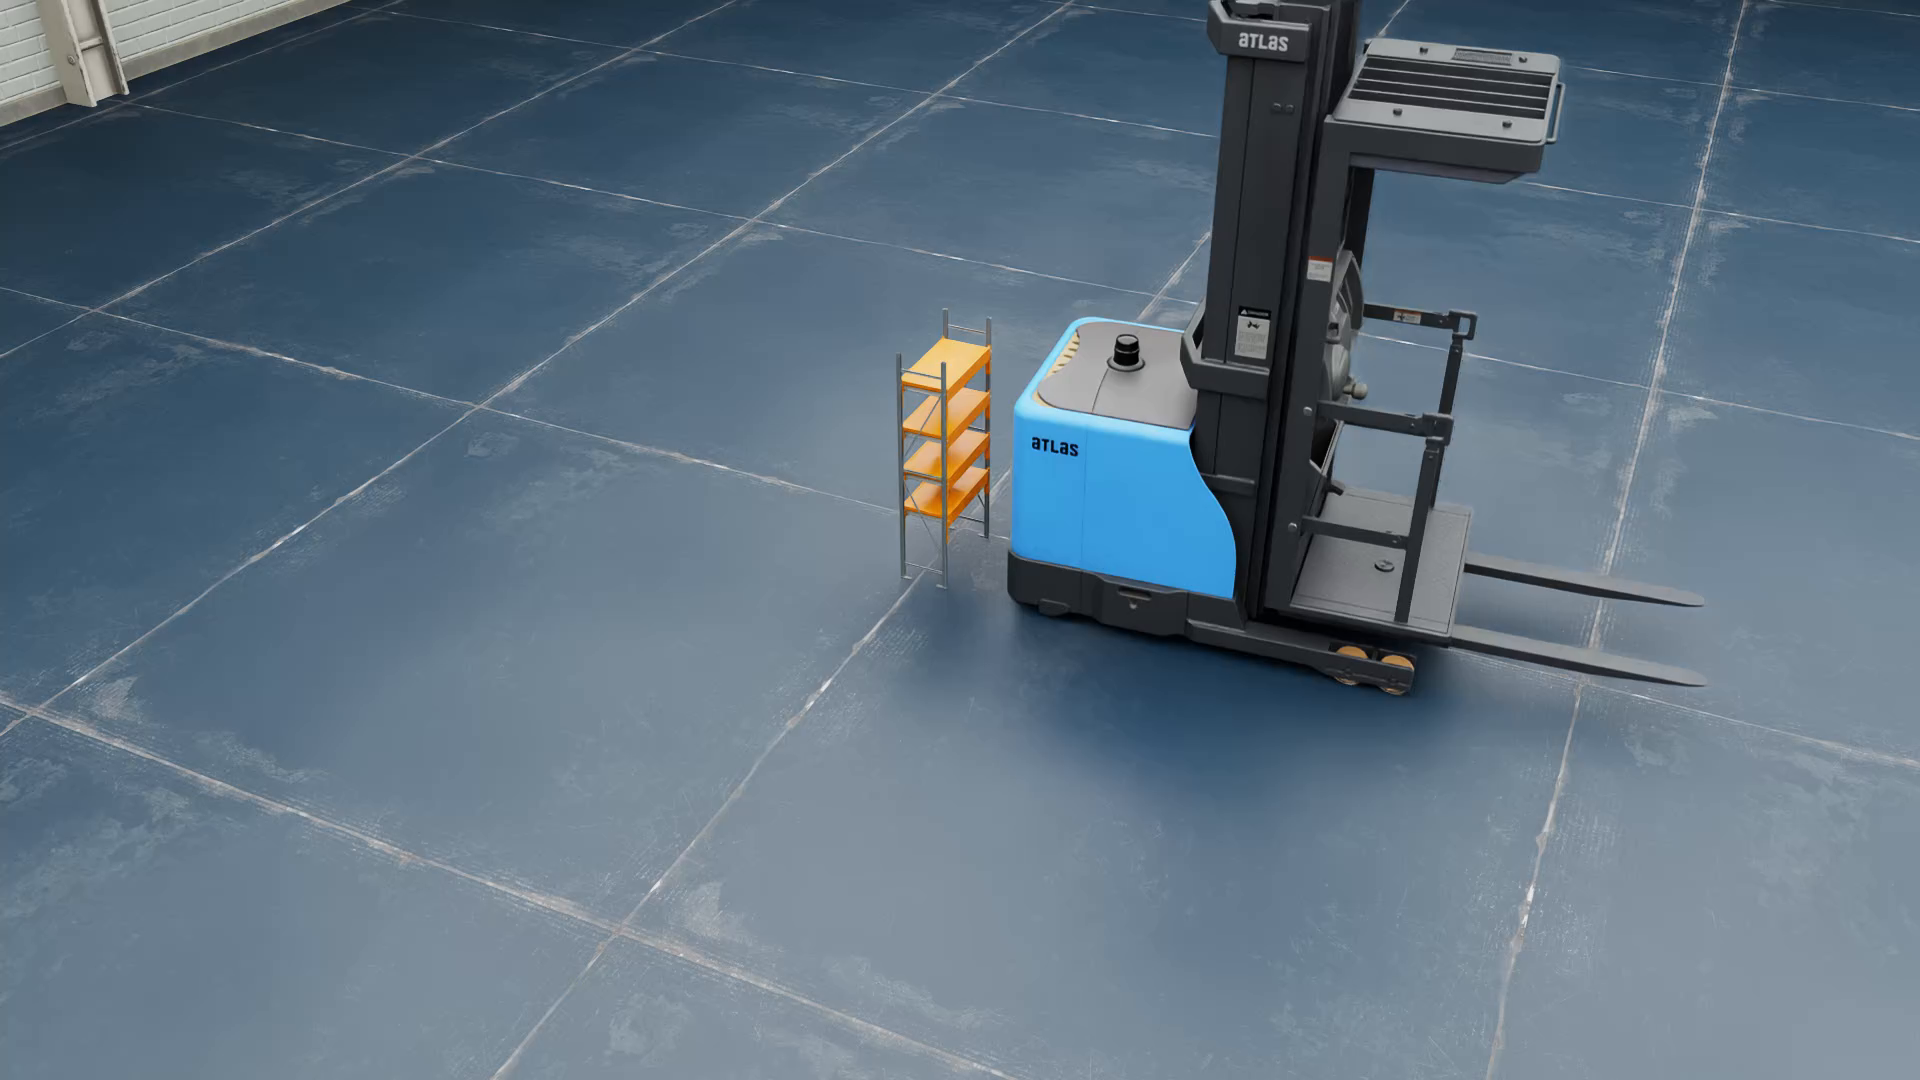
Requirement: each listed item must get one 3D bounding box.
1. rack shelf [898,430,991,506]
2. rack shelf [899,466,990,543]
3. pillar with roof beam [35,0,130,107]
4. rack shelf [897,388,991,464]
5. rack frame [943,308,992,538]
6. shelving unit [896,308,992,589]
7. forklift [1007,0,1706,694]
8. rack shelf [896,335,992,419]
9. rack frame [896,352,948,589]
[{"bbox_3d":[-0.069,-0.363,7.832,0.258,0.148,0.480,14,36,20],"label":"rack shelf"},{"bbox_3d":[-0.069,-0.197,7.941,0.258,0.148,0.480,14,36,20],"label":"rack shelf"},{"bbox_3d":[-3.290,-6.471,9.913,9.100,9.000,0.400,14,36,20],"label":"pillar with roof beam"},{"bbox_3d":[-0.069,-0.550,7.710,0.258,0.148,0.480,14,36,20],"label":"rack shelf"},{"bbox_3d":[0.033,-0.541,7.981,0.240,1.200,0.015,14,36,20],"label":"rack frame"},{"bbox_3d":[-0.069,-0.419,7.795,0.258,1.200,0.503,14,36,20],"label":"shelving unit"},{"bbox_3d":[1.793,-0.886,6.928,3.031,2.935,1.130,11,35,16],"label":"forklift"},{"bbox_3d":[-0.069,-0.748,7.580,0.258,0.148,0.480,14,36,20],"label":"rack shelf"},{"bbox_3d":[-0.171,-0.298,7.610,0.240,1.200,0.015,14,36,20],"label":"rack frame"}]
